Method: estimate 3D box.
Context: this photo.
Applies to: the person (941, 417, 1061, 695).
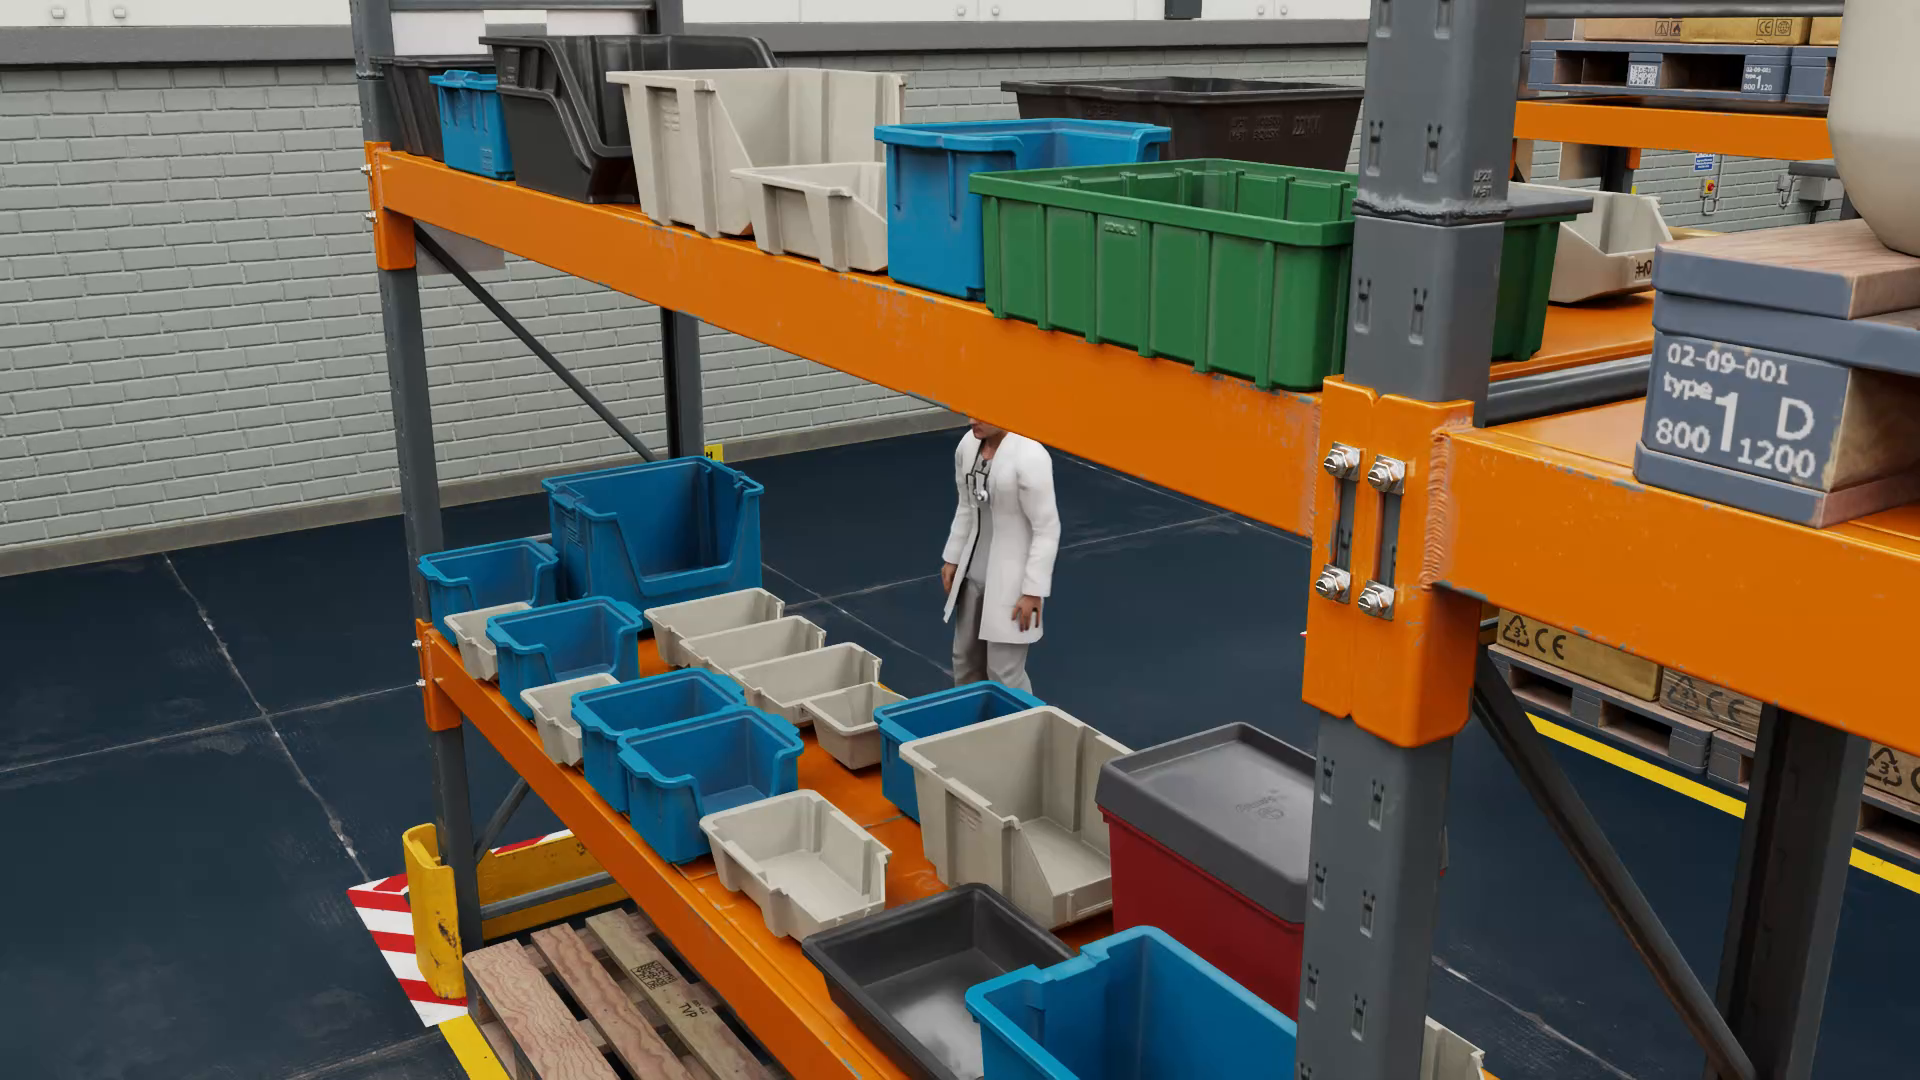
[{"bbox_3d":[0.157,0.169,7.051,0.422,1.774,0.654,-13,22,-34],"label":"person"}]
